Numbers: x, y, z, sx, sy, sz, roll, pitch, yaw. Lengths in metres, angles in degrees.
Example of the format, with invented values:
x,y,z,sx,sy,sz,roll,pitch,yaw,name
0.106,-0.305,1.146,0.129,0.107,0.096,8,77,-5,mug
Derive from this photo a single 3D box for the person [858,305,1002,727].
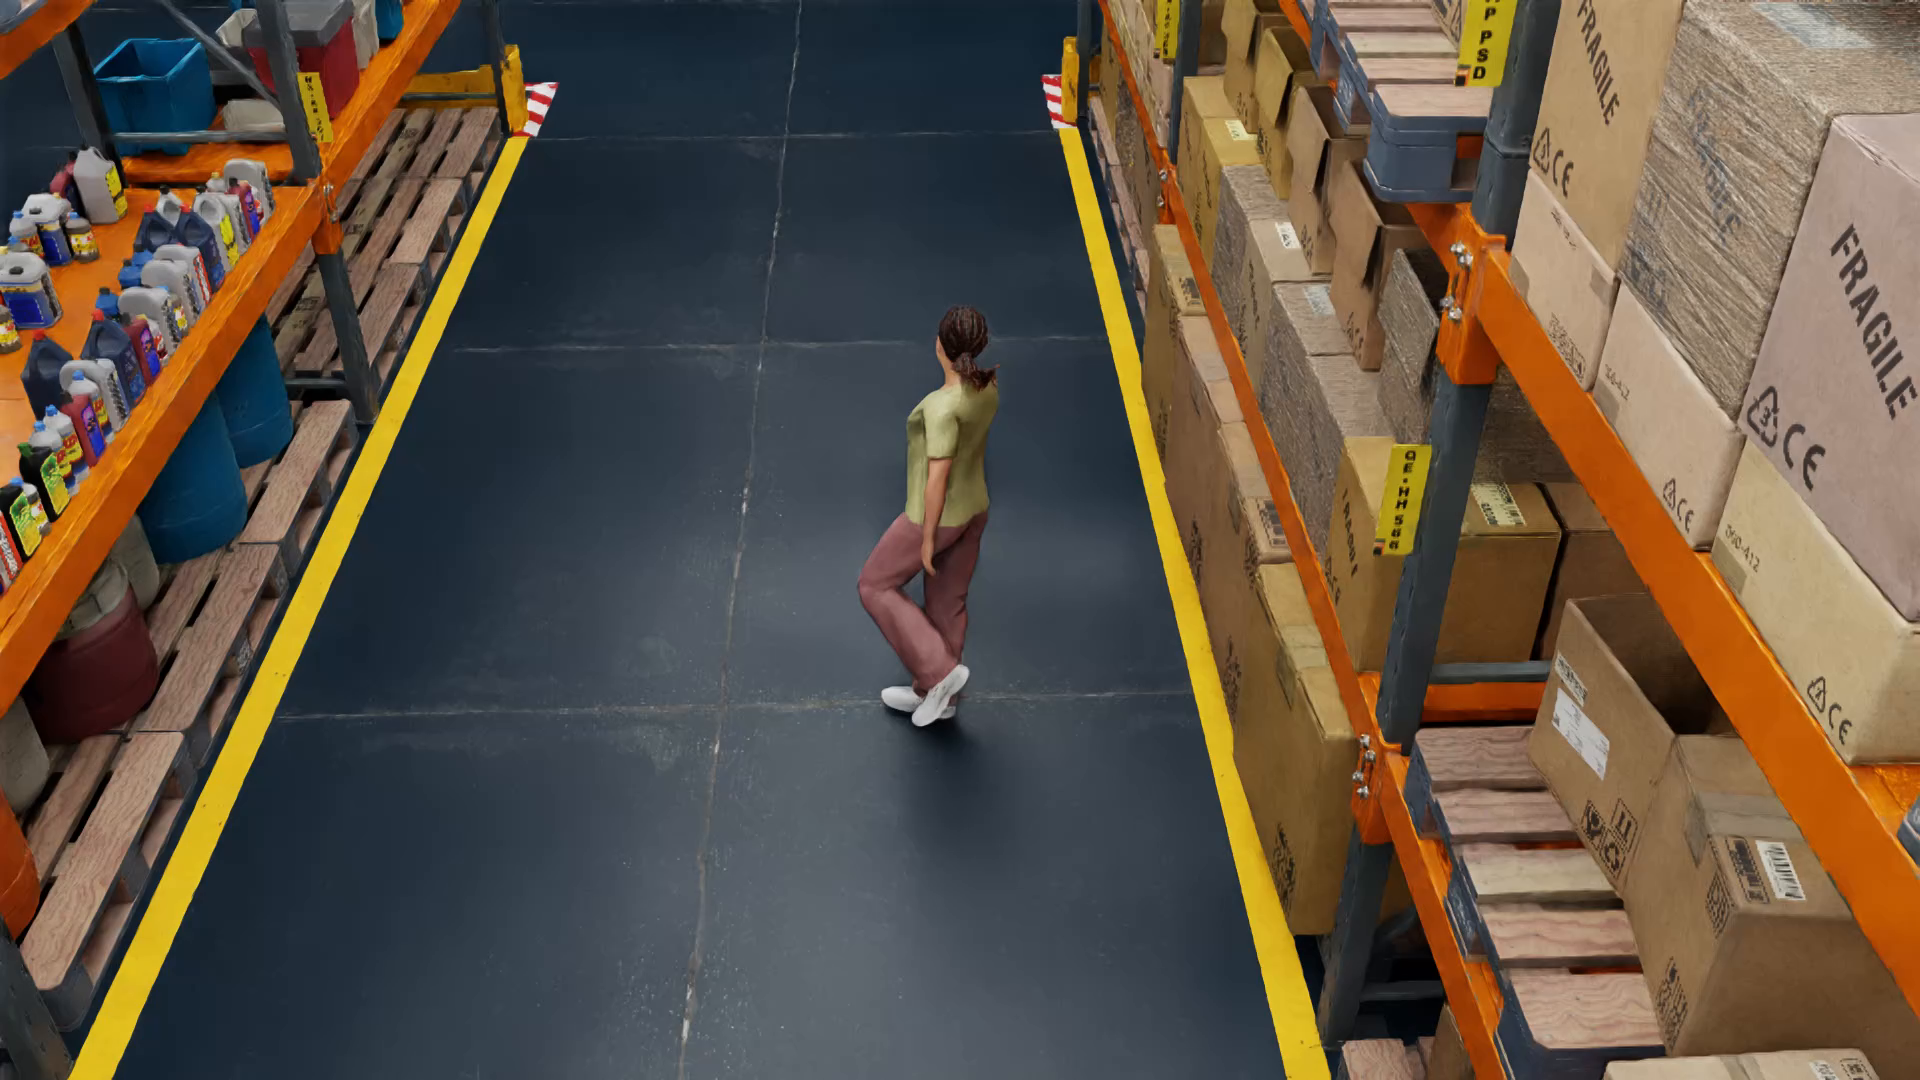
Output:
x,y,z,sx,sy,sz,roll,pitch,yaw,name
-0.092,-0.069,6.244,0.494,1.634,0.652,19,39,24,person
